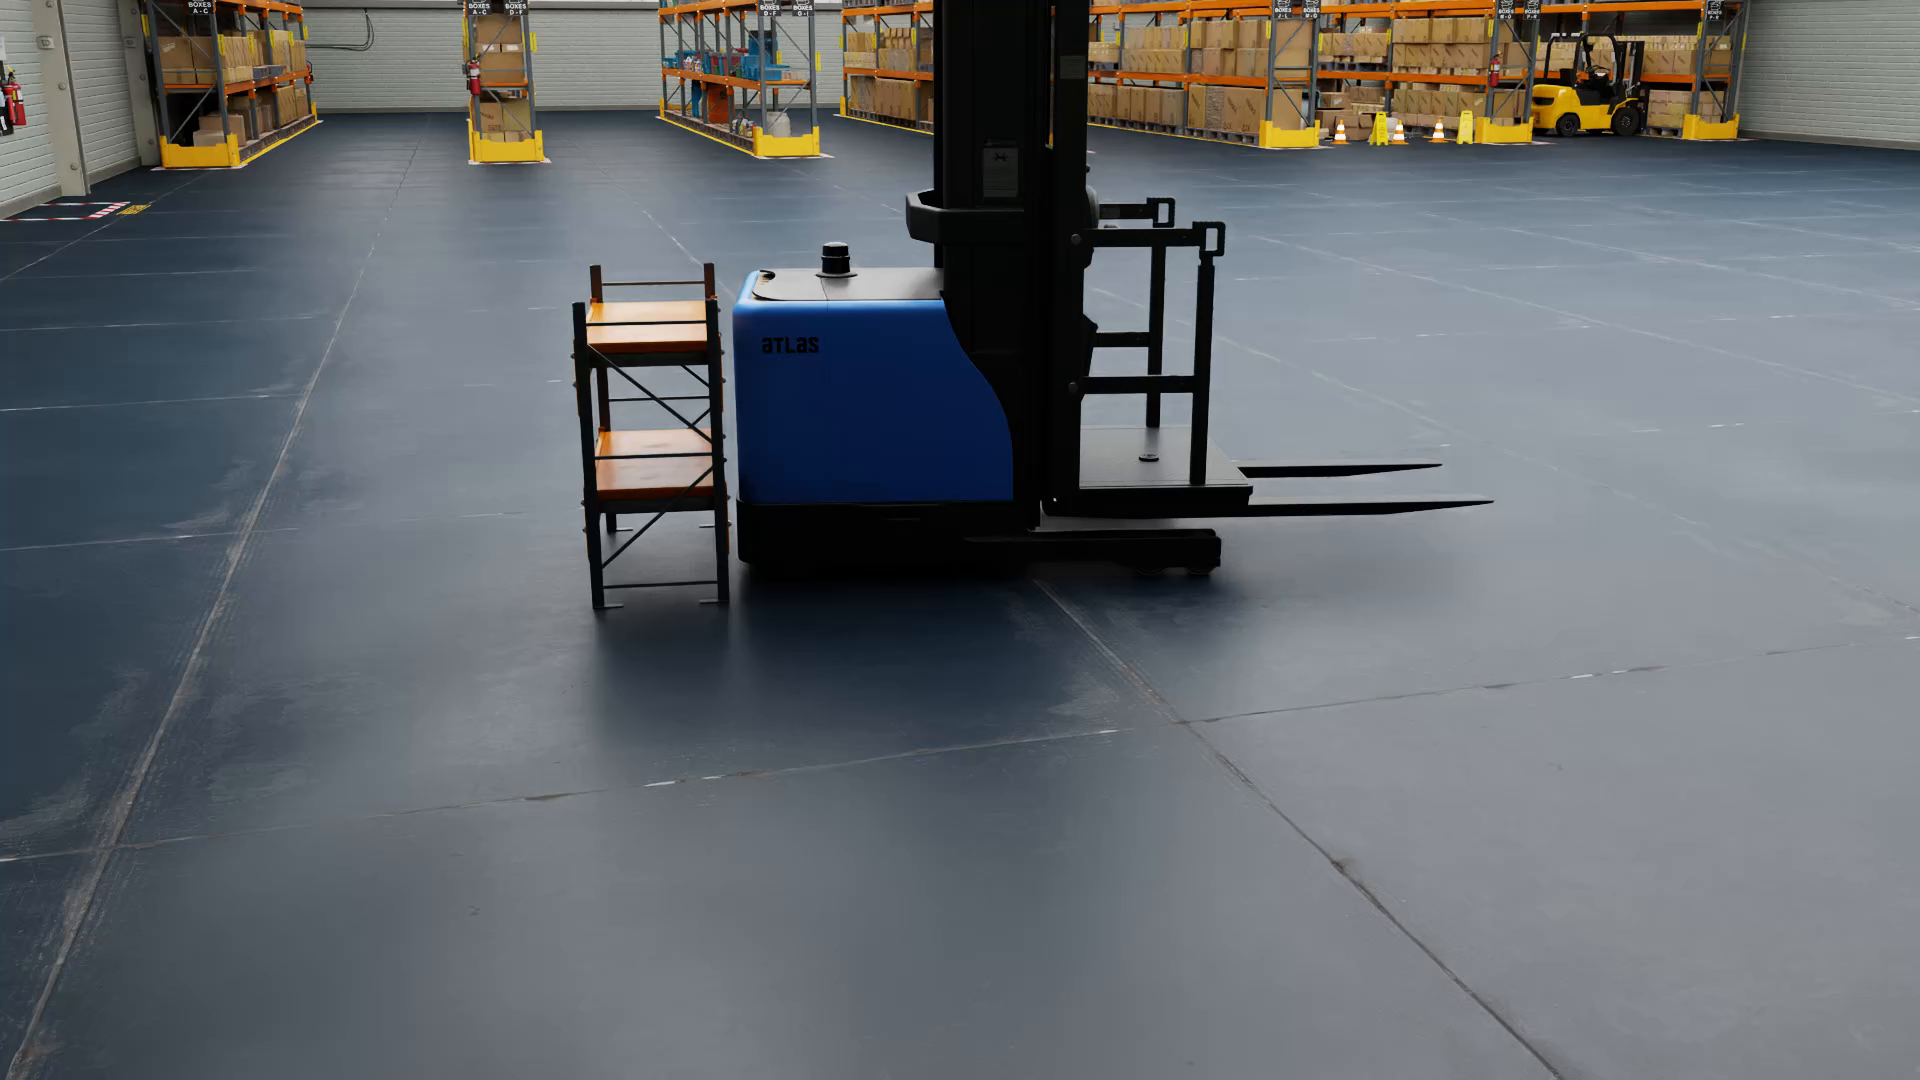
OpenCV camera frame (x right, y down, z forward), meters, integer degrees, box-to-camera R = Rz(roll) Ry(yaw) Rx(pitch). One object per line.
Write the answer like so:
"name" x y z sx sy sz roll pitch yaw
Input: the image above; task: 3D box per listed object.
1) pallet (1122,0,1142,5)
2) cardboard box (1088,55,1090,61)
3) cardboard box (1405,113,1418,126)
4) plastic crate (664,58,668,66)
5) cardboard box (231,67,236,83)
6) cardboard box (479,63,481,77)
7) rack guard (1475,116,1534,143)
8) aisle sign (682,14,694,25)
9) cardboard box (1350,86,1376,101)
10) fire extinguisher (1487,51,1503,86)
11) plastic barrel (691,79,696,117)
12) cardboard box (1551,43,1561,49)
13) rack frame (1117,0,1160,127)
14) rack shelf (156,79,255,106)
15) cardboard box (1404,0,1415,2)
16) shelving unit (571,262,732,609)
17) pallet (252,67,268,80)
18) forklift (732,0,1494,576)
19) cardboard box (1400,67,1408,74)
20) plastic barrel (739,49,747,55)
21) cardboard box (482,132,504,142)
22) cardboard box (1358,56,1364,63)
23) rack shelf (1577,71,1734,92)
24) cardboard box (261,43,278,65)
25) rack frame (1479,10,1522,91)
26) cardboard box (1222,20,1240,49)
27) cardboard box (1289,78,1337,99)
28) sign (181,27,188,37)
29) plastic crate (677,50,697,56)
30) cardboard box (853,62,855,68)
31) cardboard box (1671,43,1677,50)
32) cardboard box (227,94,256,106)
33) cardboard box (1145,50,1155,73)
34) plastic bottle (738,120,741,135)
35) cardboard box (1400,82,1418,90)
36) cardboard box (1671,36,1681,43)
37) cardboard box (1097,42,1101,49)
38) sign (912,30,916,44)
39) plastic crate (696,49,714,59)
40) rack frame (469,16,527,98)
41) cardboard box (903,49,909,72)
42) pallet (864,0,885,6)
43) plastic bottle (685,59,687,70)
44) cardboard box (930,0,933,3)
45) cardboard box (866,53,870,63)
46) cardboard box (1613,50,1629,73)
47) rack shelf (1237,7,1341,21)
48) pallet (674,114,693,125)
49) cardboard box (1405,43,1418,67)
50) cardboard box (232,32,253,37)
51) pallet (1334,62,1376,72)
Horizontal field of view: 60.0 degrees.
"pallet" 4.497 -12.577 38.723 1.213 0.211 1.003 -4 17 -13
"cardboard box" 3.344 -11.941 41.198 0.380 0.149 0.250 -4 17 -14
"cardboard box" 10.160 -9.271 36.651 0.500 0.250 0.500 -4 17 -12
"plastic crate" -7.557 -12.534 43.652 0.416 0.233 0.300 -5 17 -15
"cardboard box" -12.603 -7.893 28.242 0.500 0.250 0.500 -5 18 -17
"cardboard box" -8.676 -8.933 31.301 0.700 0.500 0.500 -5 17 -16
"rack guard" 11.178 -8.435 34.165 1.175 0.500 0.348 -5 17 -15
"aisle sign" -7.227 -14.150 44.327 0.394 0.787 0.004 -5 17 -15
"cardboard box" 11.848 -13.018 48.693 0.700 0.500 0.500 -4 17 -13
"fire extinguisher" 10.787 -9.506 33.520 0.296 0.674 0.183 -5 17 -15
"plastic barrel" -6.256 -10.800 40.610 0.600 0.901 0.708 -5 17 -15
"cardboard box" 14.259 -11.751 39.557 0.380 0.149 0.250 -5 18 -17
"rack frame" 4.269 -11.405 39.706 1.000 3.000 0.127 -5 17 -15
"rack shelf" -13.167 -7.862 29.161 1.077 0.370 4.000 -5 17 -15
"cardboard box" 9.965 -11.852 36.415 0.380 0.149 0.250 -5 17 -15
"shelving unit" -1.181 -0.445 6.478 0.538 1.125 1.048 -3 17 -8
"pallet" -13.787 -8.891 31.669 1.003 0.211 1.213 -5 17 -15
"forklift" 0.622 -1.415 6.568 3.031 2.935 1.130 -1 17 -4
"cardboard box" 9.997 -10.419 36.862 0.380 0.149 0.250 -4 17 -14
"plastic barrel" -4.445 -10.093 35.102 0.433 0.535 0.433 0 17 0
"cardboard box" -8.287 -7.055 29.274 0.500 0.250 0.500 -5 17 -15
"cardboard box" 9.459 -11.132 38.505 0.380 0.149 0.250 -5 17 -15
"rack shelf" 15.421 -10.214 36.991 1.077 0.370 4.000 -5 17 -15
"cardboard box" -14.703 -10.221 35.037 0.500 0.500 0.500 -4 17 -14
"rack frame" 13.772 -12.218 42.412 1.000 3.000 0.127 -5 17 -15
"cardboard box" 5.869 -10.334 34.002 0.875 0.550 0.500 -5 17 -15
"cardboard box" 8.890 -11.206 42.005 0.875 0.875 0.875 -5 17 -16
"sign" -14.249 -9.269 30.583 0.100 0.325 0.005 -5 17 -15
"plastic crate" -7.217 -12.830 44.284 0.616 0.435 0.499 -5 17 -15
"cardboard box" -2.662 -12.725 44.537 0.380 0.149 0.250 -5 17 -16
"cardboard box" 15.495 -10.582 35.666 0.380 0.149 0.250 -4 17 -14
"cardboard box" -14.325 -8.739 33.108 0.500 0.250 0.500 -5 17 -16
"cardboard box" 4.548 -10.889 37.816 0.500 0.500 0.500 -5 17 -16
"plastic bottle" -4.311 -8.095 32.645 0.061 0.283 0.133 -4 17 -13
"cardboard box" 9.979 -10.048 36.808 0.380 0.149 0.250 -4 17 -14
"cardboard box" 15.474 -10.724 35.622 0.380 0.149 0.250 -4 17 -14
"cardboard box" 3.554 -12.012 40.400 0.380 0.149 0.250 -4 17 -14
"sign" -1.061 -11.551 38.178 0.100 0.325 0.005 -5 17 -15
"plastic crate" -6.394 -12.082 41.744 0.402 0.464 0.583 -5 17 -15
"rack frame" -8.955 -9.152 32.207 1.000 3.000 0.127 -5 17 -15
"cardboard box" -1.033 -11.344 39.329 0.500 0.500 0.500 -5 17 -16
"pallet" -1.842 -13.769 42.515 1.003 0.211 1.213 -5 17 -15
"plastic bottle" -6.528 -11.437 40.028 0.152 0.276 0.135 -5 17 -15
"cardboard box" -0.352 -11.972 36.641 0.500 0.250 0.500 -4 17 -14
"cardboard box" -2.146 -12.462 42.970 0.500 0.250 0.500 -4 17 -14
"cardboard box" 15.041 -10.733 37.296 0.500 0.500 0.500 -5 17 -16
"rack shelf" 8.451 -13.470 42.616 1.077 0.370 4.000 -5 17 -15
"pallet" -6.629 -10.621 41.942 1.003 0.211 1.213 -5 17 -15
"cardboard box" 10.113 -10.628 36.427 0.500 0.500 0.500 -5 17 -15
"cardboard box" -14.590 -10.254 33.810 0.380 0.149 0.250 -8 18 -24
"pallet" 9.584 -11.188 39.318 1.003 0.211 1.213 -5 17 -15
